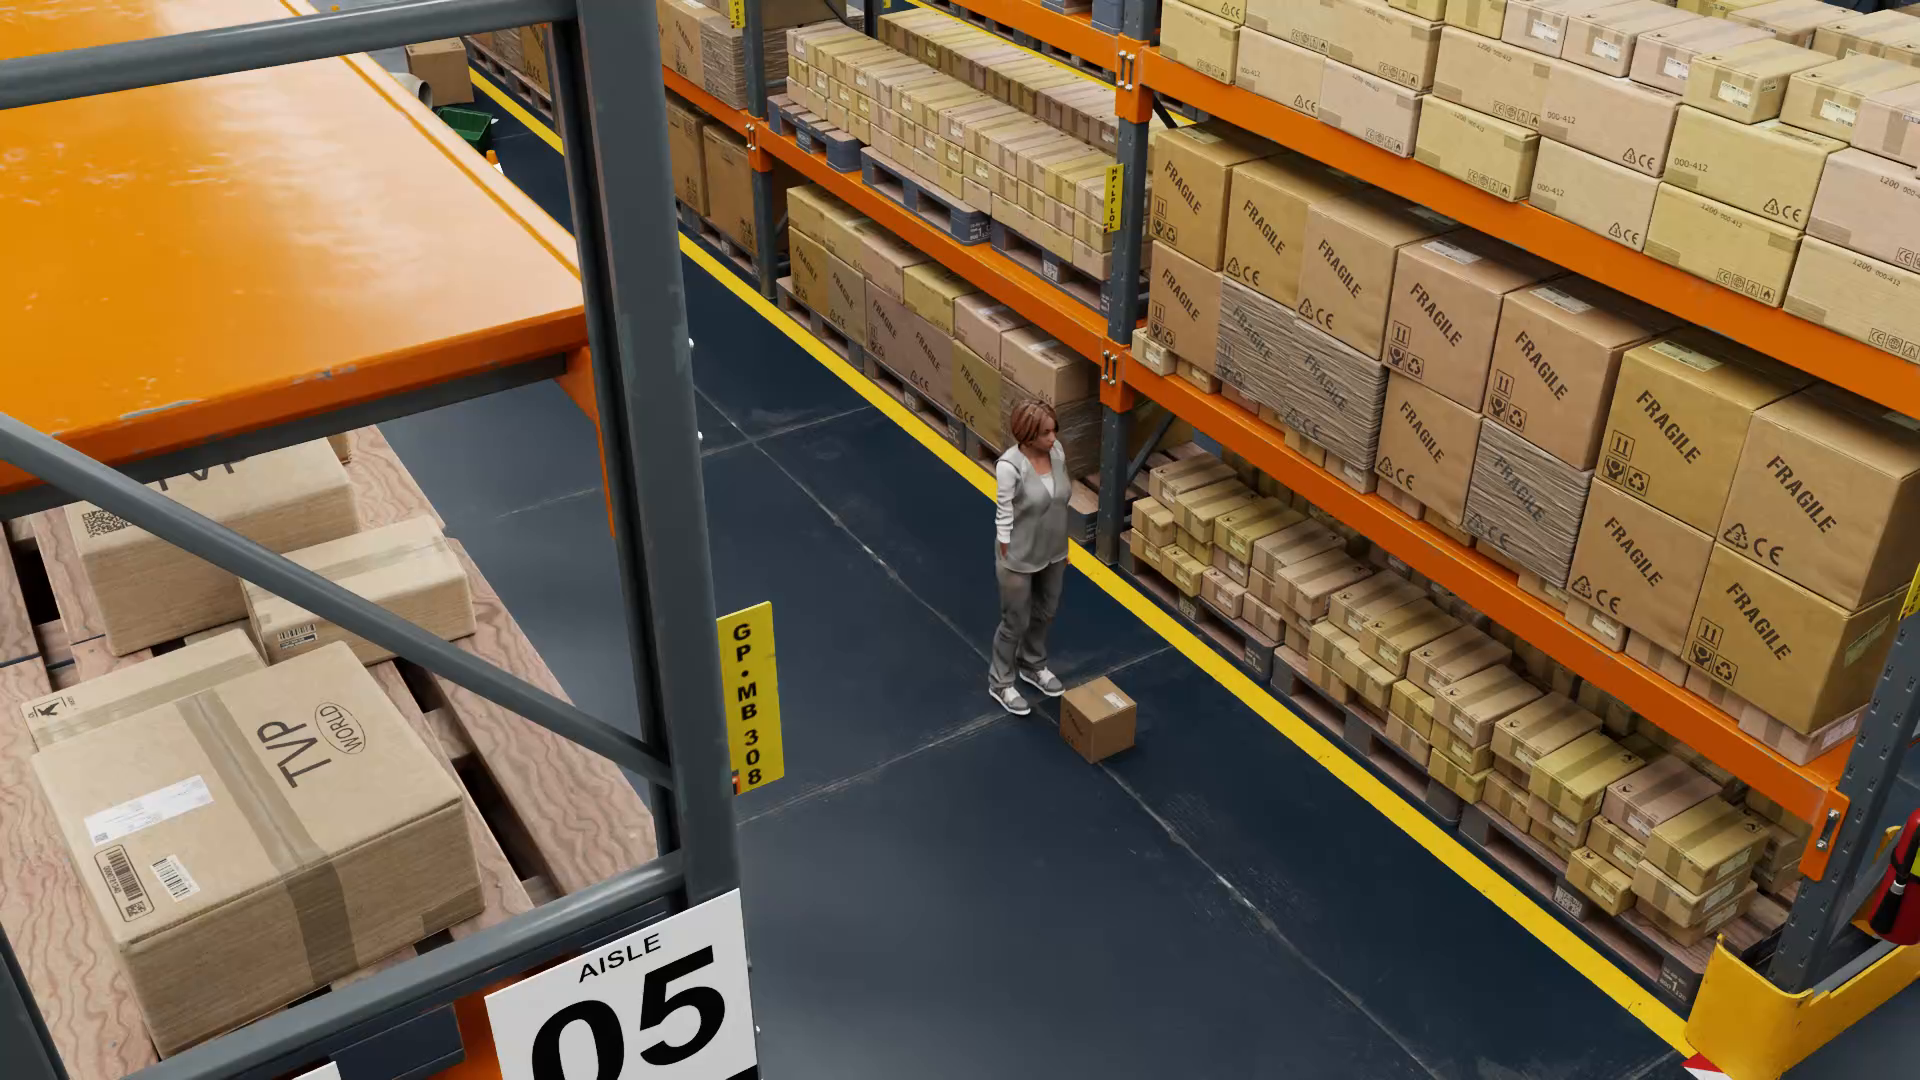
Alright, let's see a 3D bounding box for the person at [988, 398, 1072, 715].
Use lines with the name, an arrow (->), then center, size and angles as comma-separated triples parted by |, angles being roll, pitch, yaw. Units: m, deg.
person -> 0.334, 0.068, 7.603 | 0.404, 1.598, 0.313 | -24, 40, -32
